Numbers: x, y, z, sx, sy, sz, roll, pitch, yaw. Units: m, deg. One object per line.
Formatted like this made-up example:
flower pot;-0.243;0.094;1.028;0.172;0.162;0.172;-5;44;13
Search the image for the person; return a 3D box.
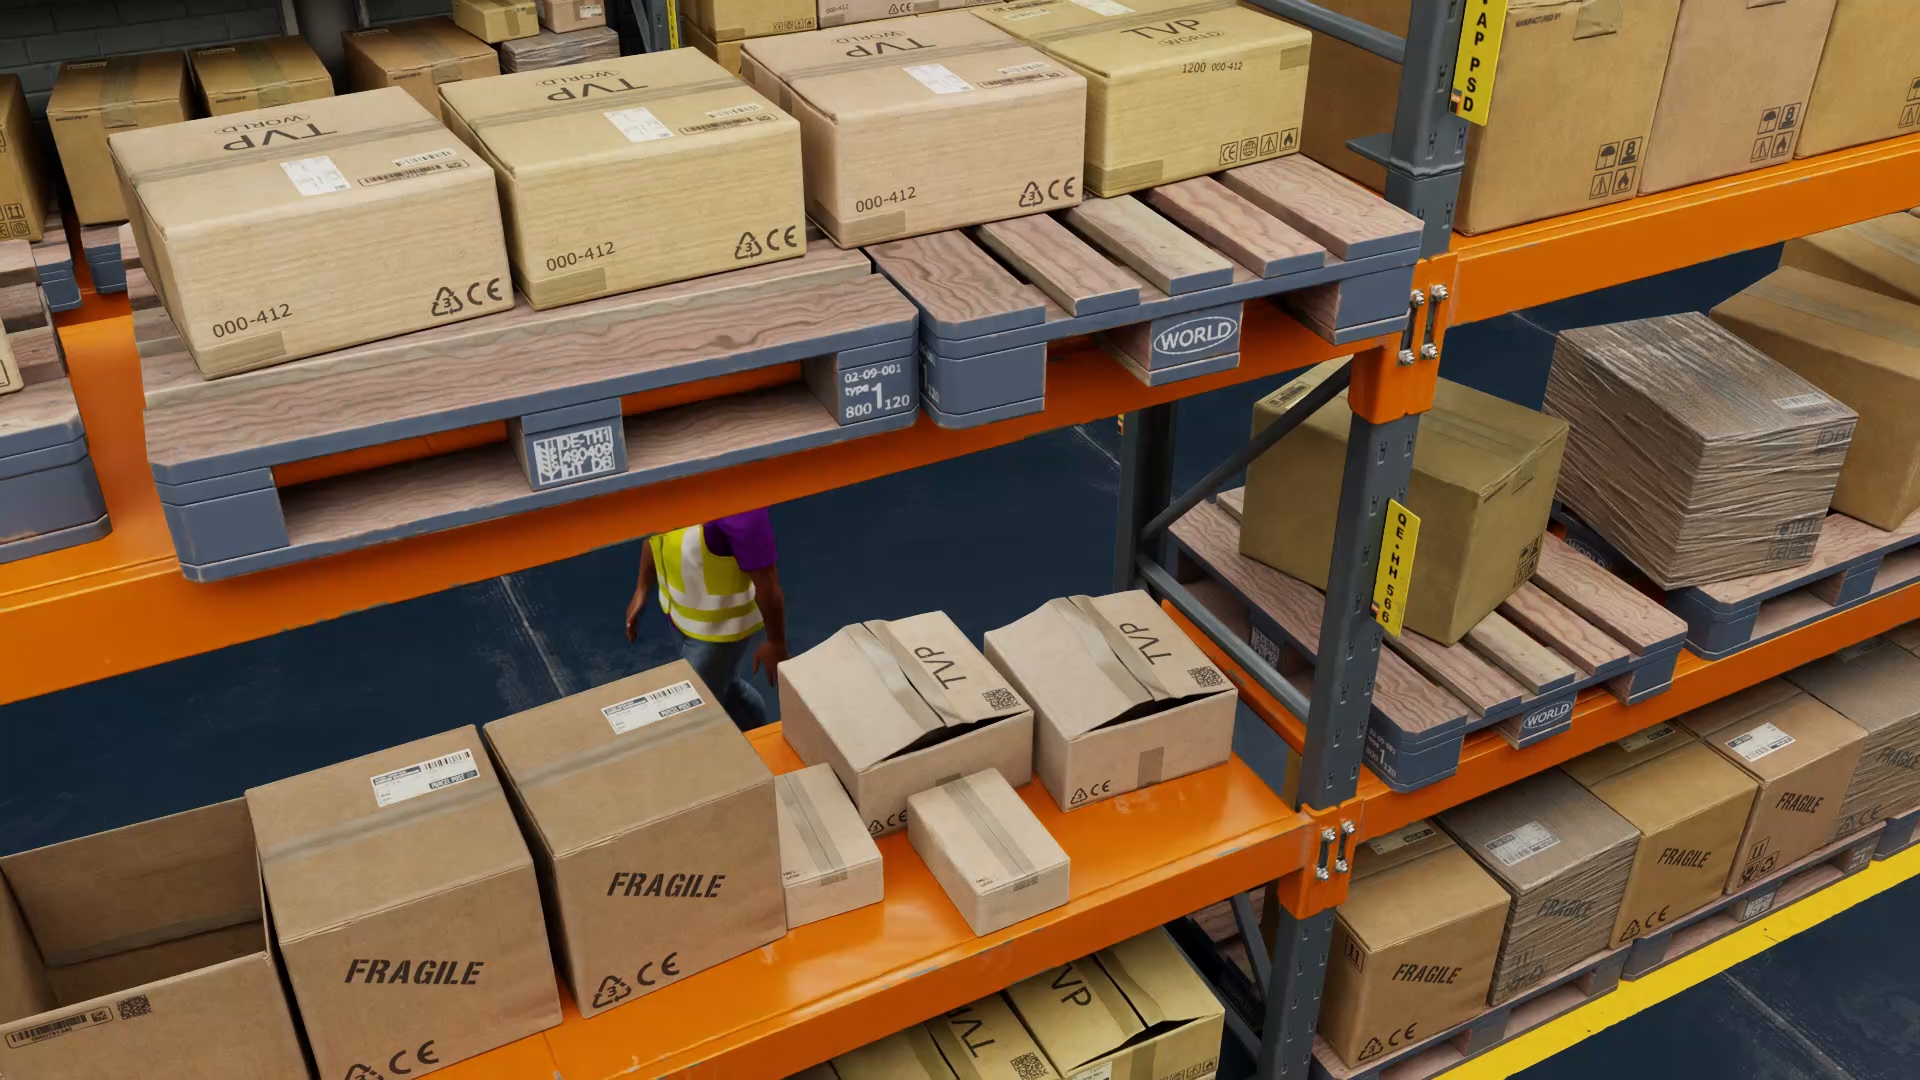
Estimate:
person;-0.951;0.284;5.660;0.793;1.753;0.624;-19;38;-27
